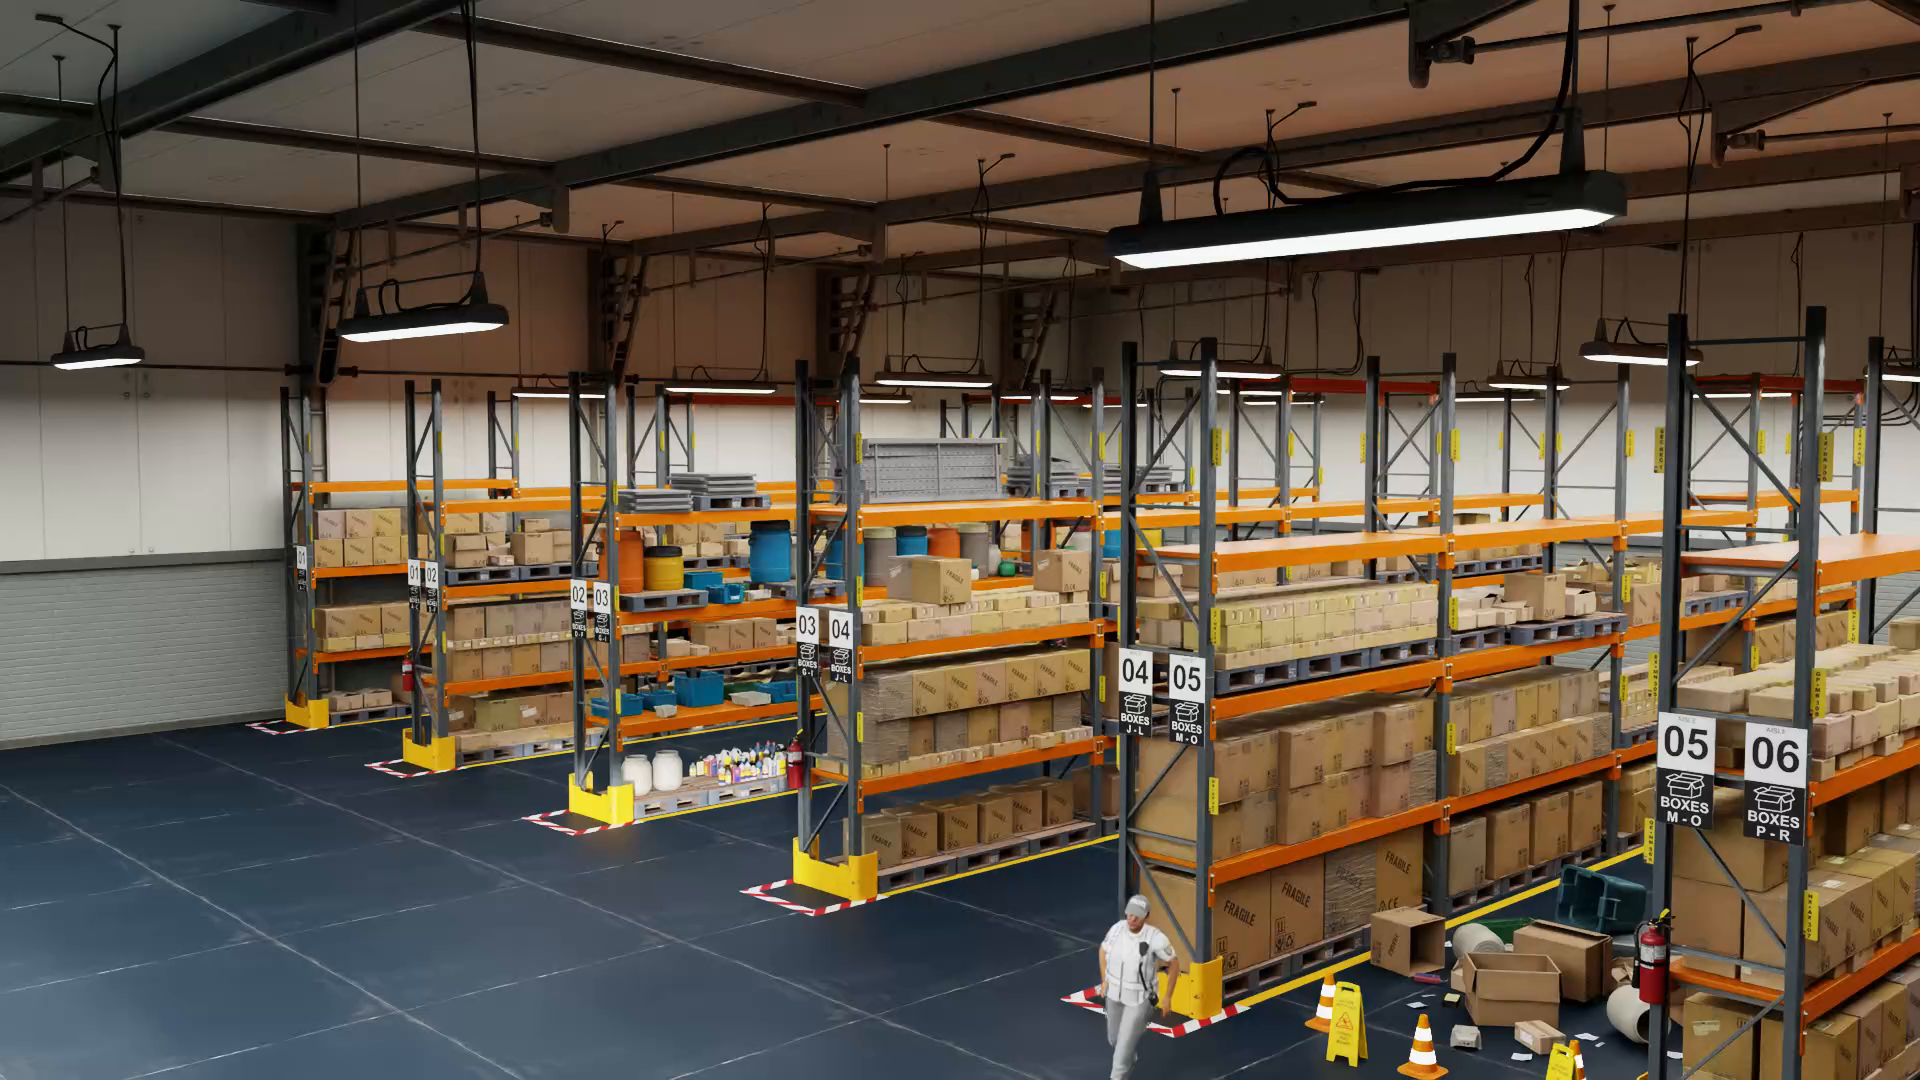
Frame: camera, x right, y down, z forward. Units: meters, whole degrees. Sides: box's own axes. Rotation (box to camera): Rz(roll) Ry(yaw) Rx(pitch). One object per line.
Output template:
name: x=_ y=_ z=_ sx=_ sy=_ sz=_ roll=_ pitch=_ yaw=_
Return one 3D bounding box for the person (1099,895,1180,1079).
person: x=1.320 y=3.500 z=12.680 sx=0.657 sy=1.644 sz=0.922 roll=2 pitch=4 yaw=32
